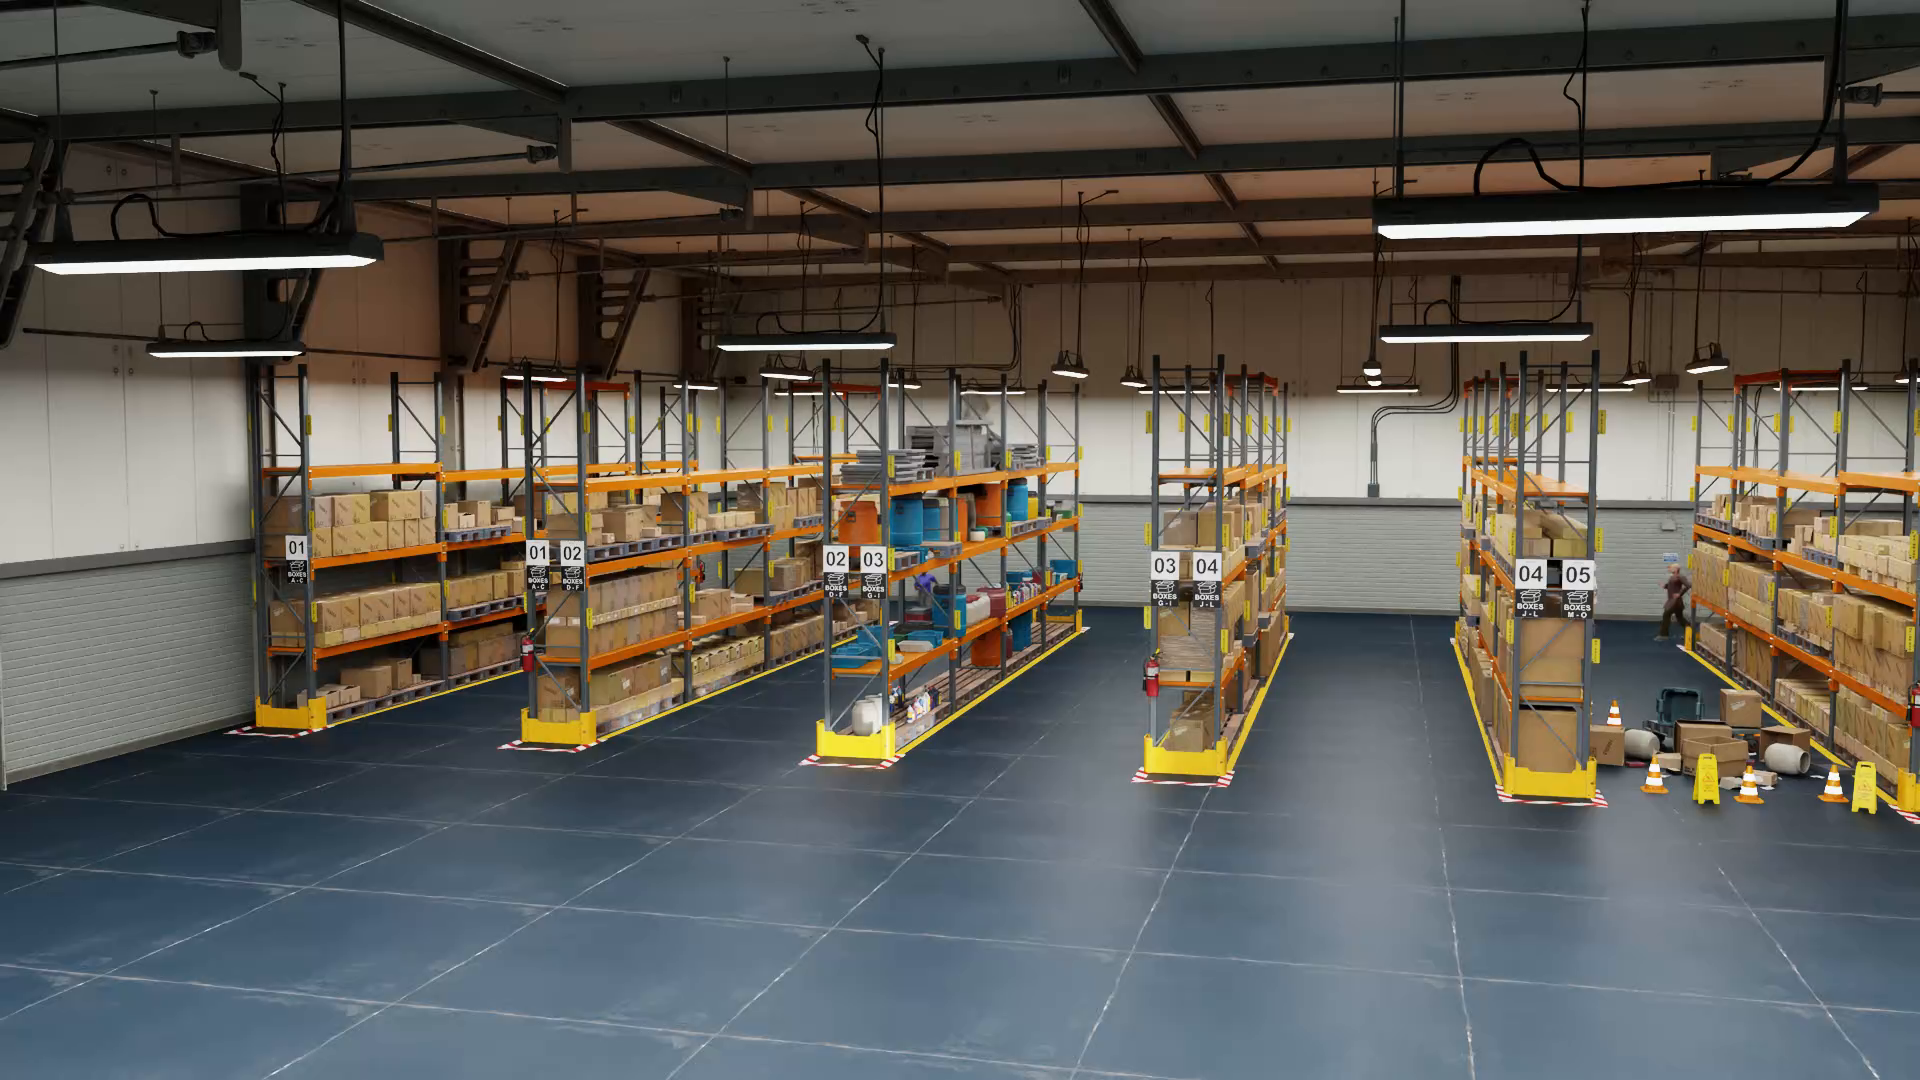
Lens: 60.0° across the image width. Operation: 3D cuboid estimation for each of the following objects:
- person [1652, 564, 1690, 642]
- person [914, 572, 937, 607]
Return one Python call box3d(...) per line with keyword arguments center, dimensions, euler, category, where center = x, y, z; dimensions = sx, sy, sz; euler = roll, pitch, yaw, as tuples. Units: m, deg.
box3d(center=(16.484, 1.446, 38.322), dimensions=(0.935, 1.818, 0.701), euler=(2, 4, 21), category="person")
box3d(center=(-0.841, 1.426, 40.232), dimensions=(0.513, 1.696, 0.687), euler=(1, 4, 13), category="person")
